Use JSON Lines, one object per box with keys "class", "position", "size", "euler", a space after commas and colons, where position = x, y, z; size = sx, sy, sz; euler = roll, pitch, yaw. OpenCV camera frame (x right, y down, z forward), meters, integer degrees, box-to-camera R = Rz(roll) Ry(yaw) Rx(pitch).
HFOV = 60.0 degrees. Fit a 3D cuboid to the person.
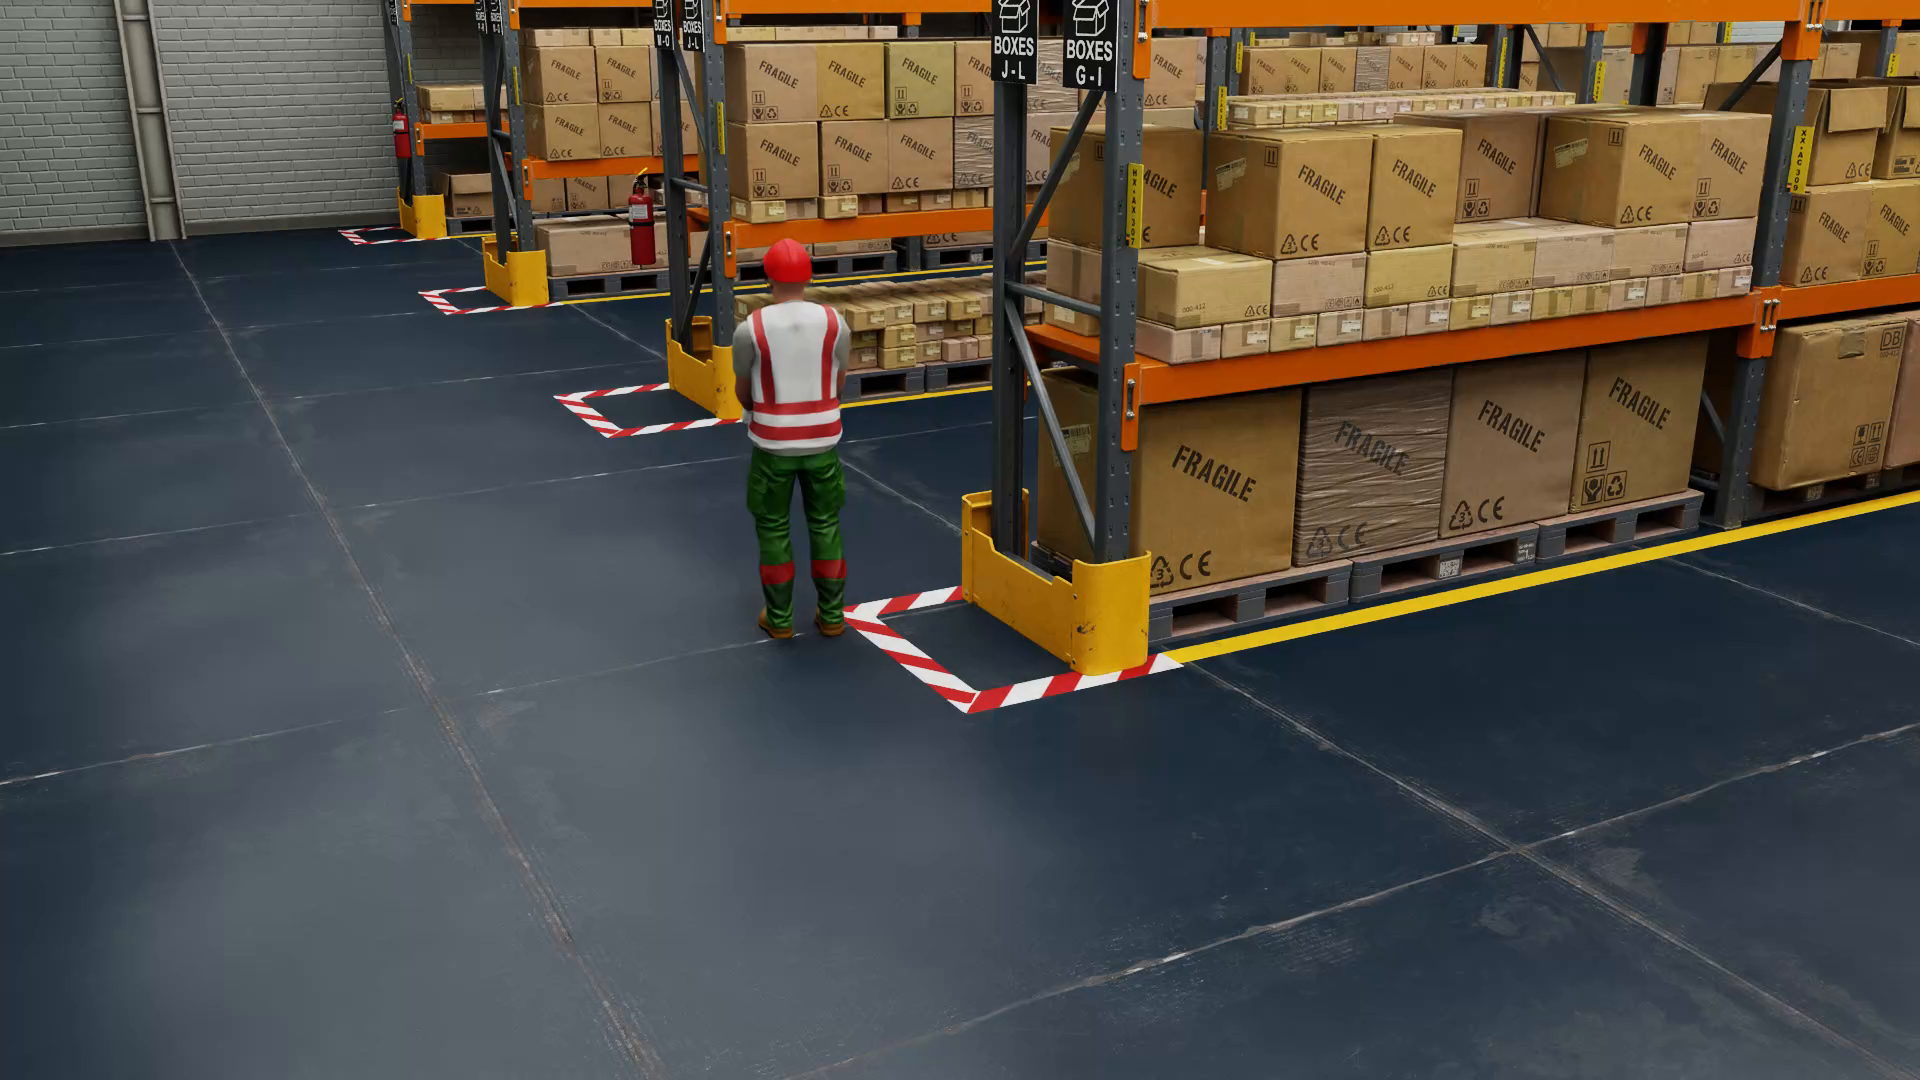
{"class": "person", "position": [-0.757, -0.454, 7.390], "size": [0.519, 1.793, 0.547], "euler": [-6, 19, -16]}
